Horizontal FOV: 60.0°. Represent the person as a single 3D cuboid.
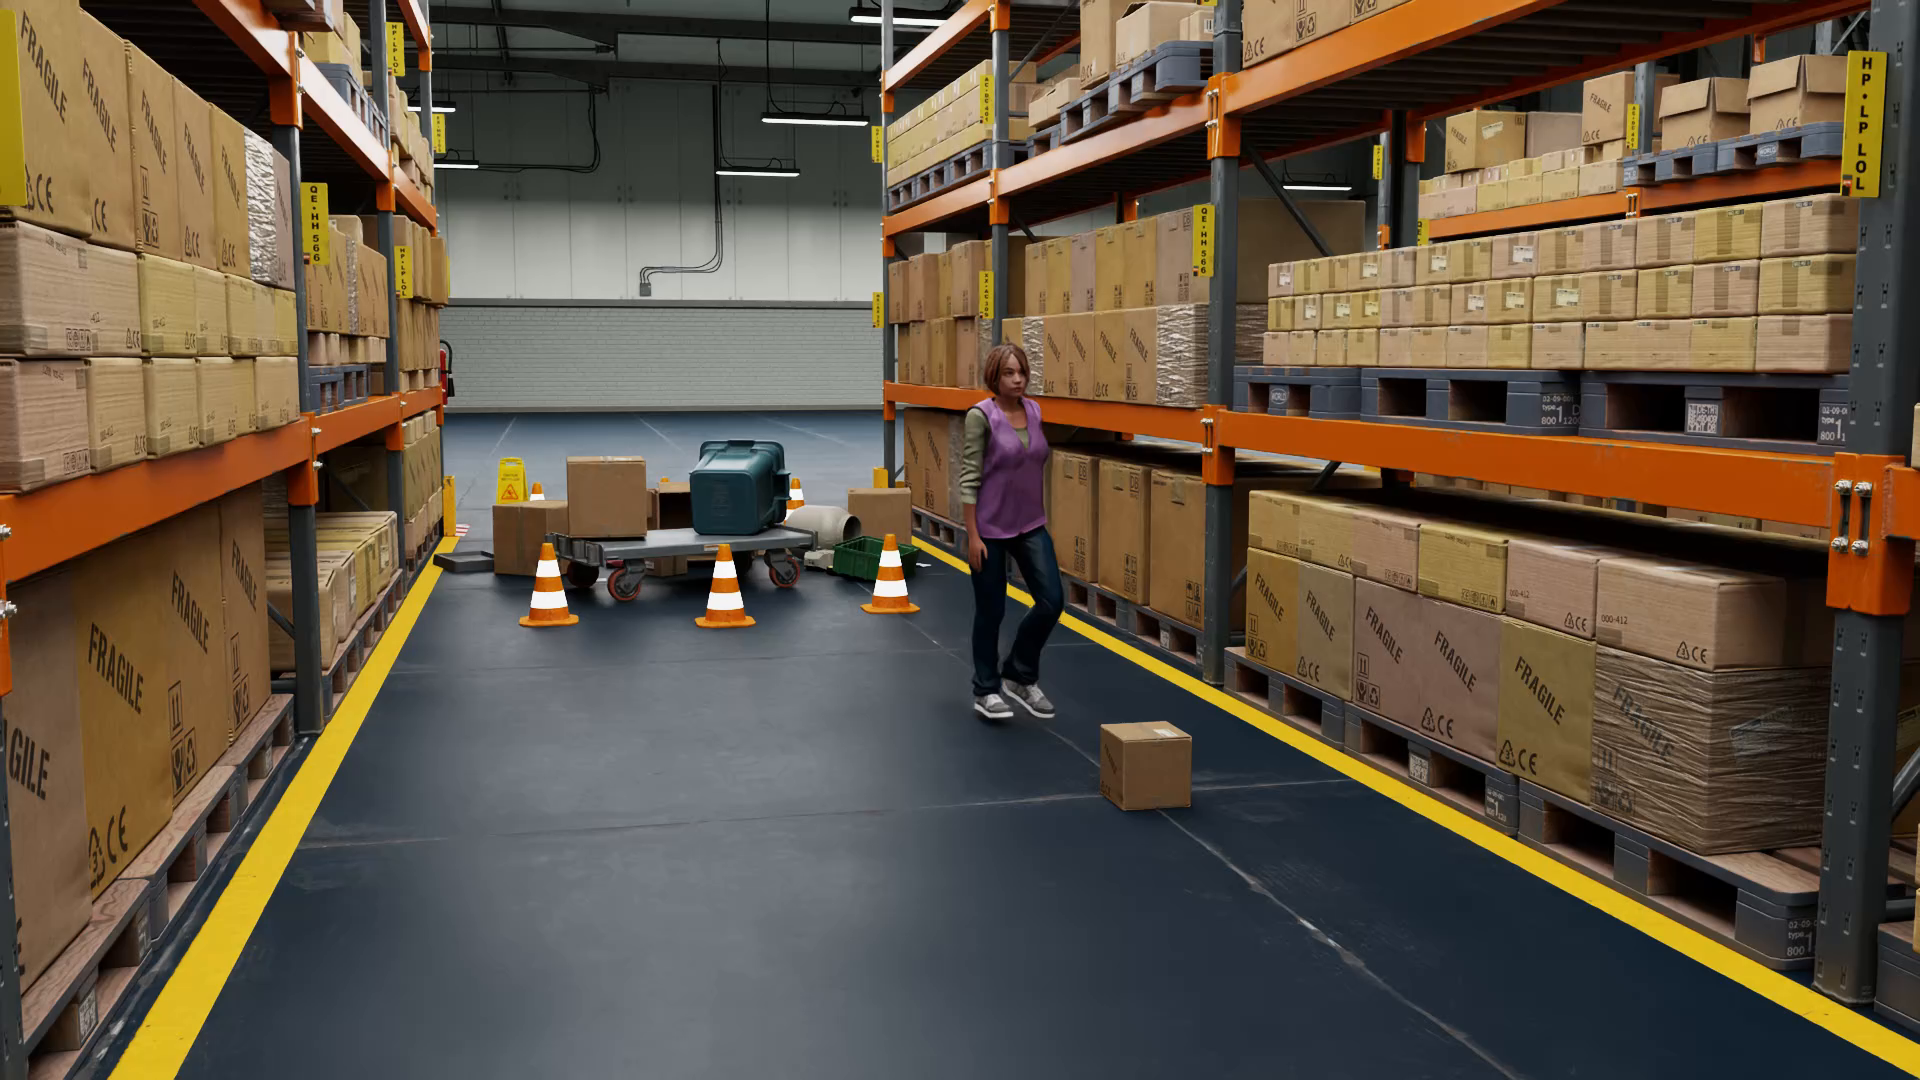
[{"bbox_3d":[0.173,-0.026,6.940,0.436,1.582,0.475,-3,7,-28],"label":"person"}]
